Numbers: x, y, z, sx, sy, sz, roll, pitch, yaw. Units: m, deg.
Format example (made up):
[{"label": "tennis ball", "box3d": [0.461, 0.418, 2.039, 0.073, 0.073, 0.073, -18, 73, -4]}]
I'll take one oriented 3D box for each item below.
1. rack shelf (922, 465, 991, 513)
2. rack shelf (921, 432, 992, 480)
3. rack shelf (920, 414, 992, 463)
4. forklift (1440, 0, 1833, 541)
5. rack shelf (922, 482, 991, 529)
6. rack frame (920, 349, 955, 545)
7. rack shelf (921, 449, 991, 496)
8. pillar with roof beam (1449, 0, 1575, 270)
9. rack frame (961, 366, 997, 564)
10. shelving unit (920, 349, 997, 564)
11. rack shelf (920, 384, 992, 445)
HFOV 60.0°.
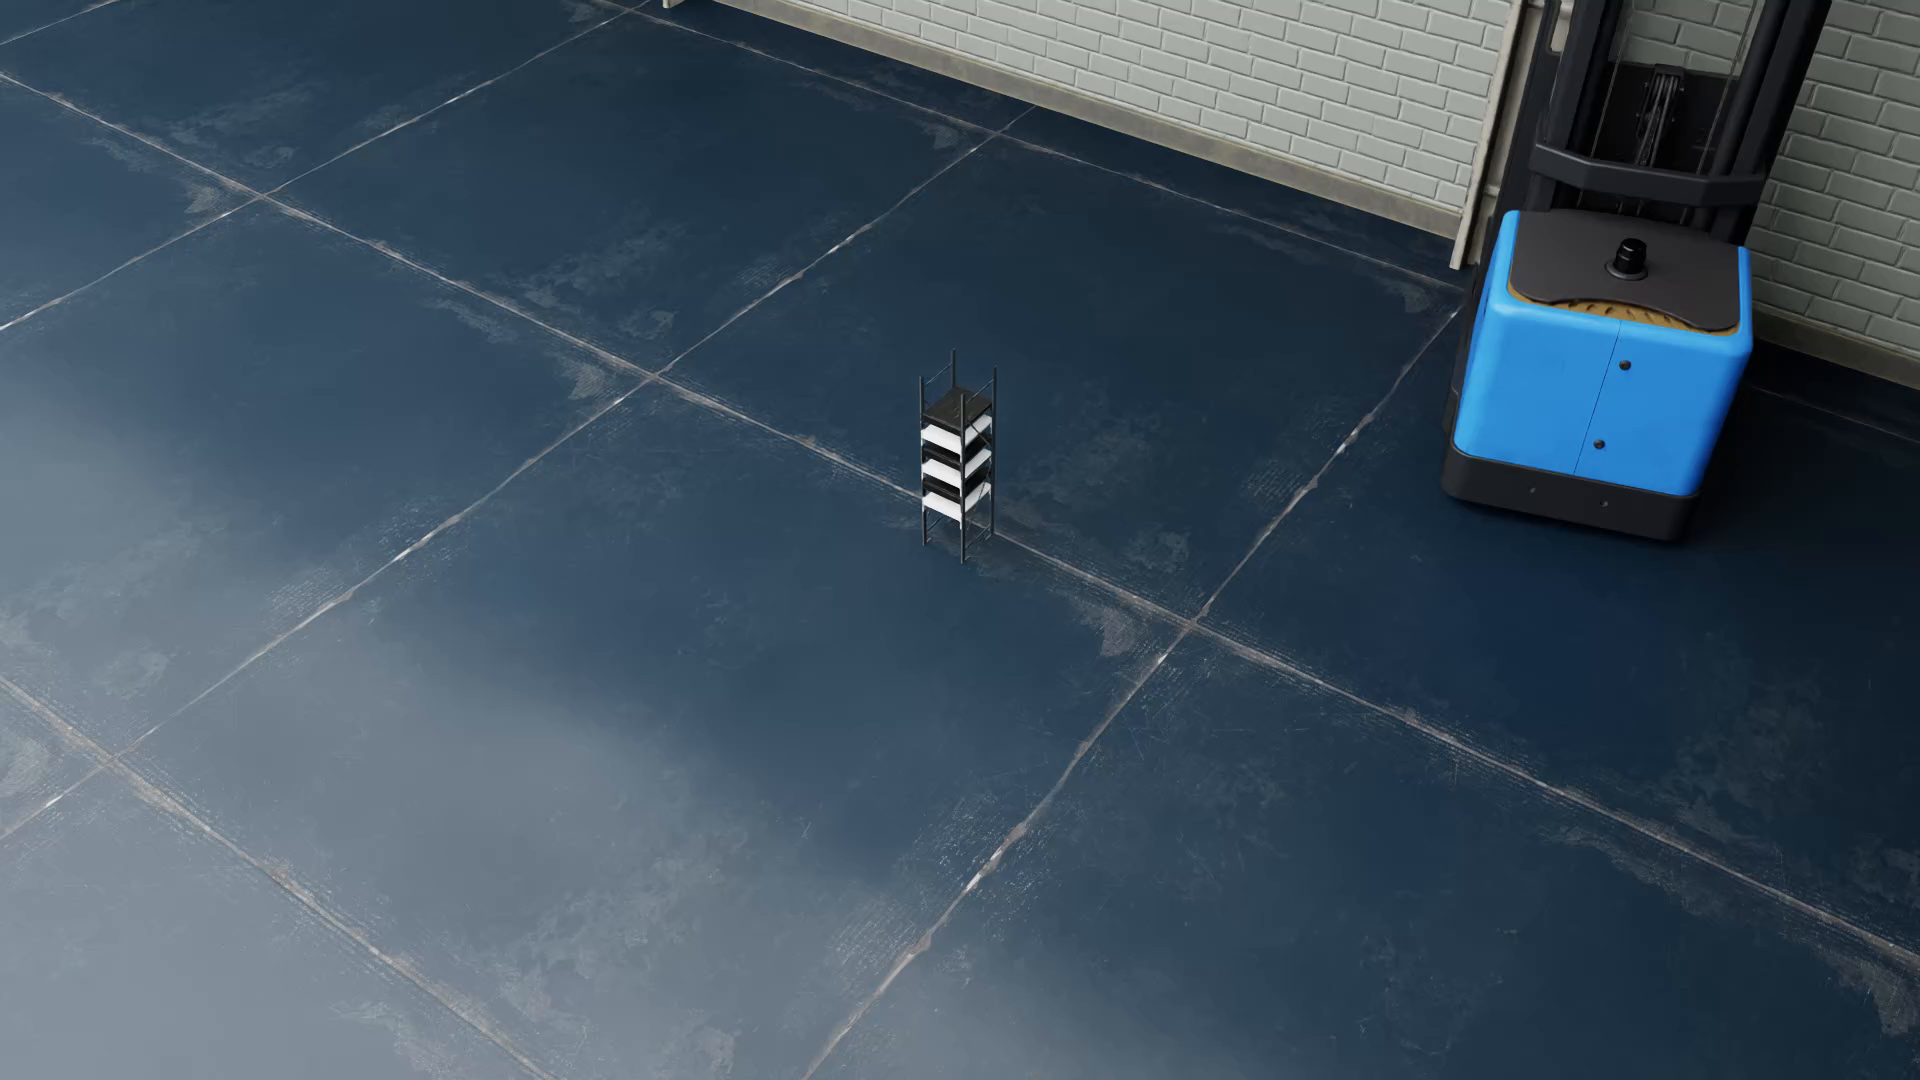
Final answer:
[{"label": "rack shelf", "box3d": [-0.007, -0.247, 7.036, 0.200, 0.077, 0.258, 25, 48, 25]}, {"label": "rack shelf", "box3d": [-0.007, -0.381, 6.916, 0.200, 0.077, 0.258, 25, 48, 25]}, {"label": "rack shelf", "box3d": [-0.007, -0.448, 6.856, 0.200, 0.077, 0.258, 25, 48, 25]}, {"label": "forklift", "box3d": [3.093, -2.084, 7.382, 1.130, 2.935, 3.031, 13, 43, 14]}, {"label": "rack shelf", "box3d": [-0.007, -0.179, 7.096, 0.200, 0.077, 0.258, 25, 48, 25]}, {"label": "rack frame", "box3d": [-0.090, -0.377, 6.997, 0.006, 0.900, 0.240, 25, 48, 25]}, {"label": "rack shelf", "box3d": [-0.007, -0.314, 6.976, 0.200, 0.077, 0.258, 25, 48, 25]}, {"label": "pillar with roof beam", "box3d": [0.390, -2.470, 3.261, 0.400, 9.000, 9.100, 25, 48, 25]}, {"label": "rack frame", "box3d": [0.077, -0.300, 6.910, 0.006, 0.900, 0.240, 25, 48, 25]}, {"label": "shelving unit", "box3d": [-0.007, -0.338, 6.953, 0.210, 0.900, 0.258, 25, 48, 25]}, {"label": "rack shelf", "box3d": [-0.007, -0.515, 6.796, 0.200, 0.077, 0.258, 25, 48, 25]}]
